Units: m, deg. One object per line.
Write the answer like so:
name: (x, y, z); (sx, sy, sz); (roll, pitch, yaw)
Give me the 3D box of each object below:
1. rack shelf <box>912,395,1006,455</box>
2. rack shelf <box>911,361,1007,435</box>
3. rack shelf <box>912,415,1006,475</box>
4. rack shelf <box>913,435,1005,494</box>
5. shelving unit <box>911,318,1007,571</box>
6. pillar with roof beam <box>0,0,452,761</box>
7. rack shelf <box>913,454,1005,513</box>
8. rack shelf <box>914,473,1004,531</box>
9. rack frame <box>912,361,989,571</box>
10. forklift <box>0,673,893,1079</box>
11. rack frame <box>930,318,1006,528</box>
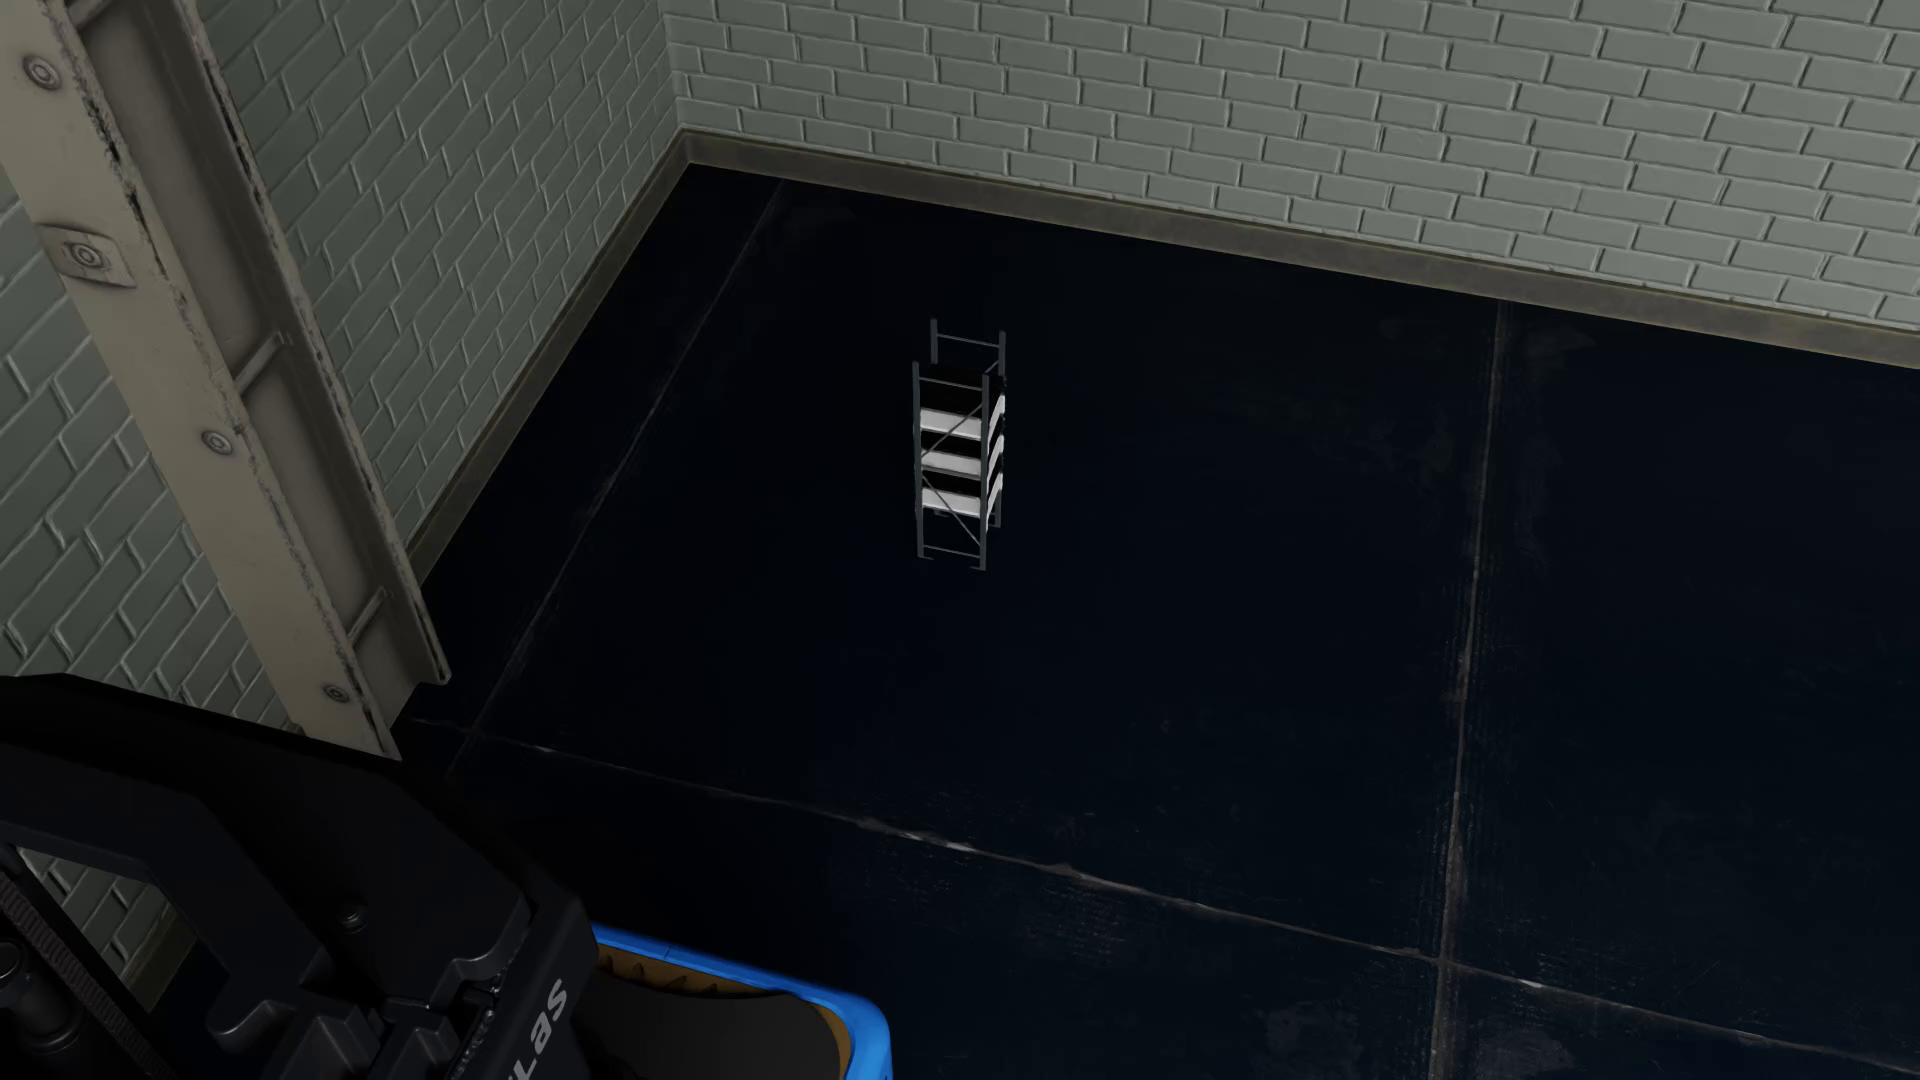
rack shelf: (-0.002, -0.389, 5.297); (0.258, 0.077, 0.200); (12, 50, 10)
rack shelf: (-0.002, -0.449, 5.230); (0.258, 0.077, 0.200); (12, 50, 10)
rack shelf: (-0.002, -0.329, 5.365); (0.258, 0.077, 0.200); (12, 50, 10)
rack shelf: (-0.002, -0.270, 5.432); (0.258, 0.077, 0.200); (12, 50, 10)
shelving unit: (-0.002, -0.292, 5.407); (0.258, 0.900, 0.210); (12, 50, 10)
pillar with roof beam: (2.315, -1.588, 1.149); (9.100, 9.000, 0.400); (12, 50, 10)
rack shelf: (-0.002, -0.210, 5.500); (0.258, 0.077, 0.200); (12, 50, 10)
rack shelf: (-0.002, -0.151, 5.567); (0.258, 0.077, 0.200); (12, 50, 10)
rack frame: (-0.029, -0.218, 5.343); (0.240, 0.900, 0.006); (12, 50, 10)
forklift: (-1.037, 1.668, 2.323); (1.130, 2.935, 3.031); (12, 50, 11)
rack frame: (0.025, -0.365, 5.472); (0.240, 0.900, 0.006); (12, 50, 10)
